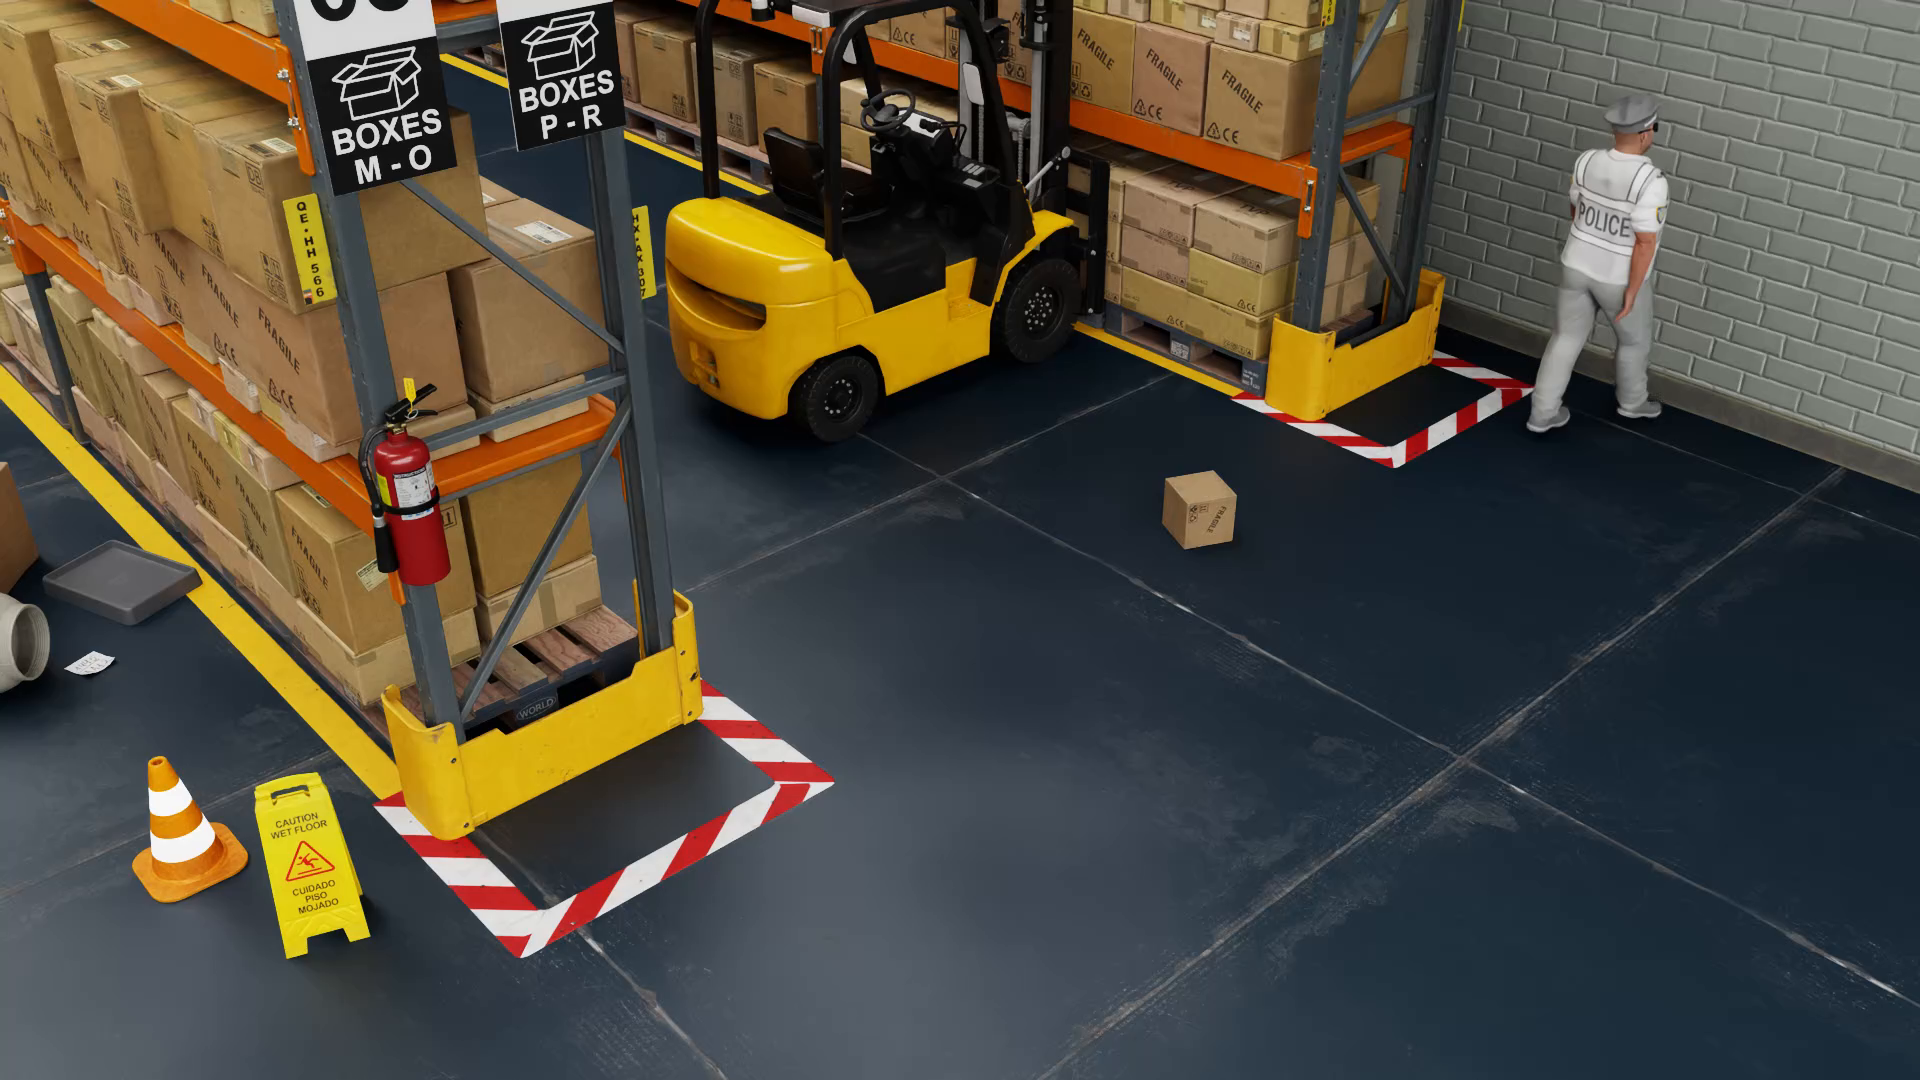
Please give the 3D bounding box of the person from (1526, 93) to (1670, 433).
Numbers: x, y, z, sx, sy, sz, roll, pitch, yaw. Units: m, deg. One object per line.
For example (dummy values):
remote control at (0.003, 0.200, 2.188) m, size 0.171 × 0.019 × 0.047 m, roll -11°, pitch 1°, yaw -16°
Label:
person at (3.312, -1.393, 8.359) m, size 0.824 × 1.764 × 0.538 m, roll -25°, pitch 39°, yaw -34°
